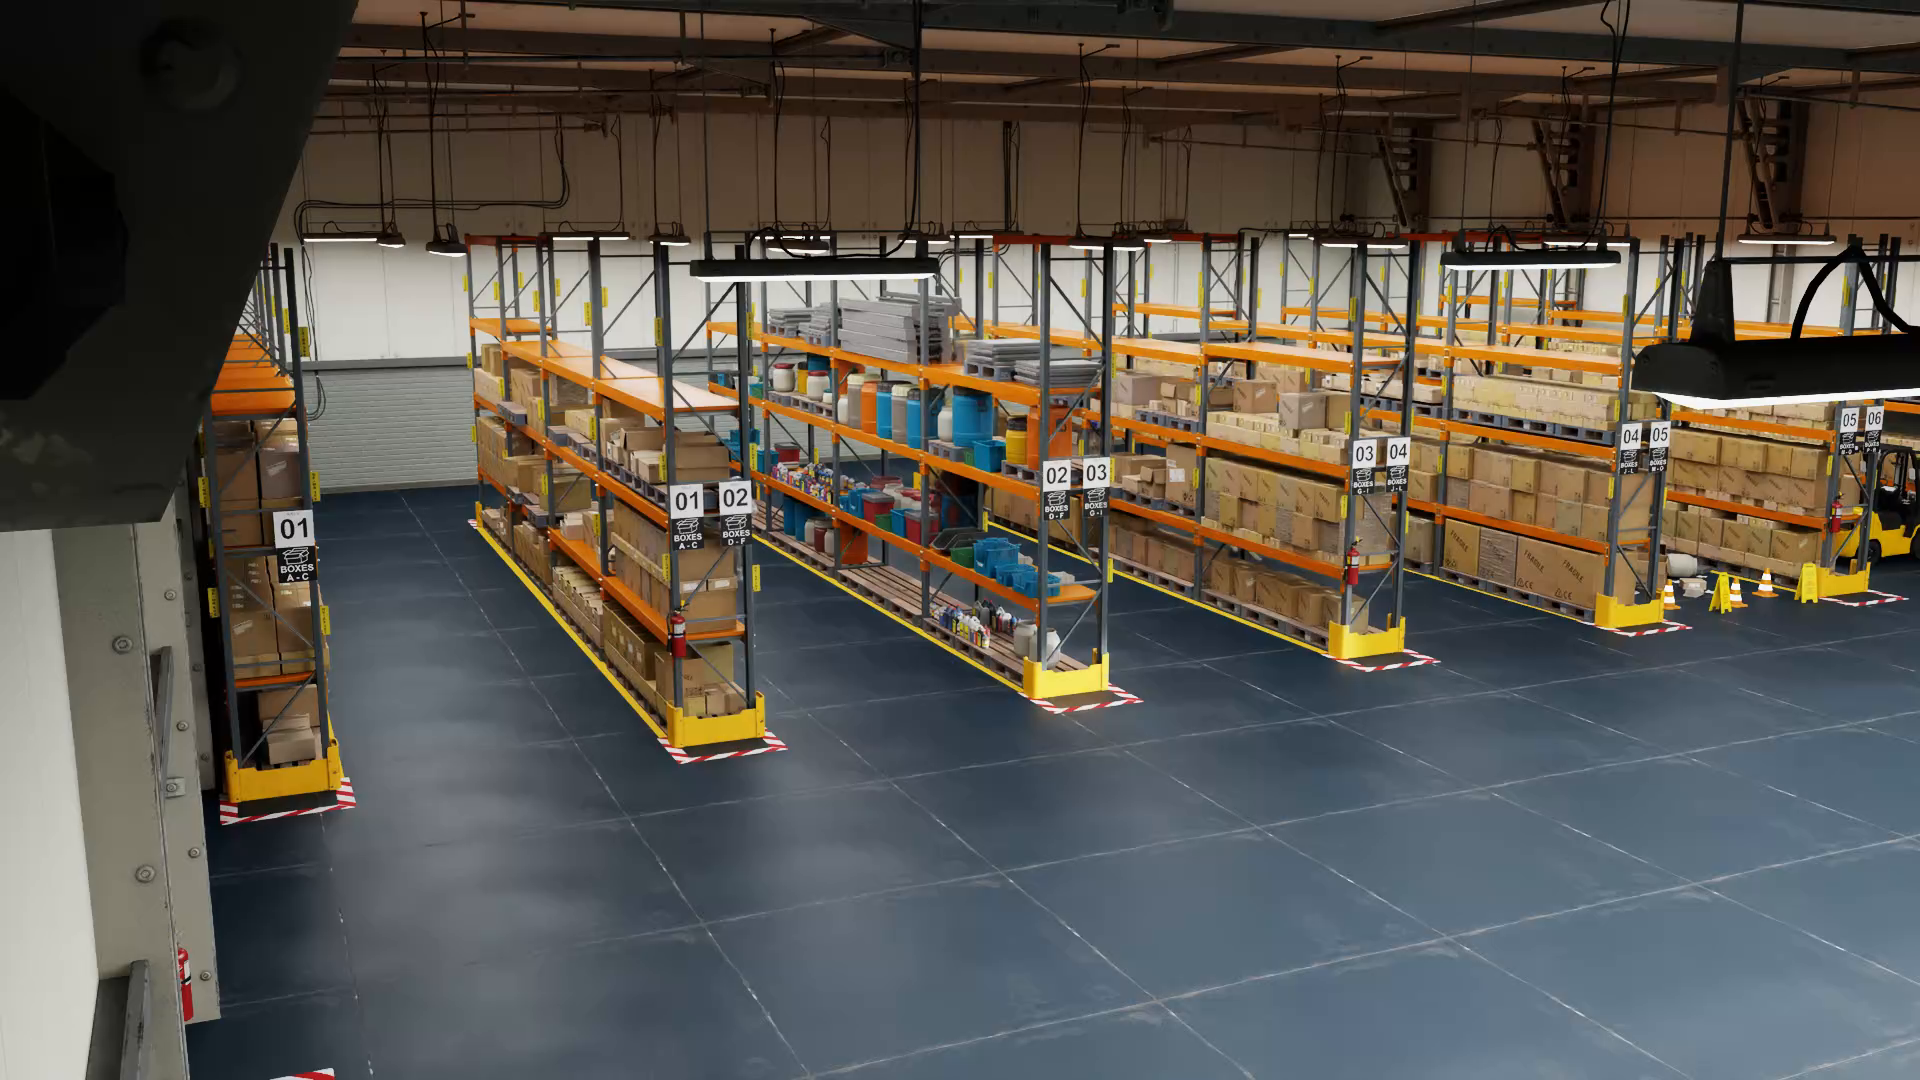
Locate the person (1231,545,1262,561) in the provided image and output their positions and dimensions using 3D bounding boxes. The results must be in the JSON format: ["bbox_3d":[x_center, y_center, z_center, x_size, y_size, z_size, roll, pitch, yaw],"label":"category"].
[{"bbox_3d":[5.384,-0.536,31.365,0.738,1.840,0.971,-7,13,-31],"label":"person"}]

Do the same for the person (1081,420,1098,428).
[{"bbox_3d":[3.243,-2.513,41.918,0.566,1.696,0.728,7,13,34],"label":"person"}]

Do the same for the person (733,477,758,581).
[{"bbox_3d":[-3.905,-0.233,29.536,0.644,1.784,0.894,-5,12,-25],"label":"person"}]

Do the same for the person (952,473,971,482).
[{"bbox_3d":[0.061,-0.842,33.281,0.514,1.631,0.653,-5,12,-26],"label":"person"}]
